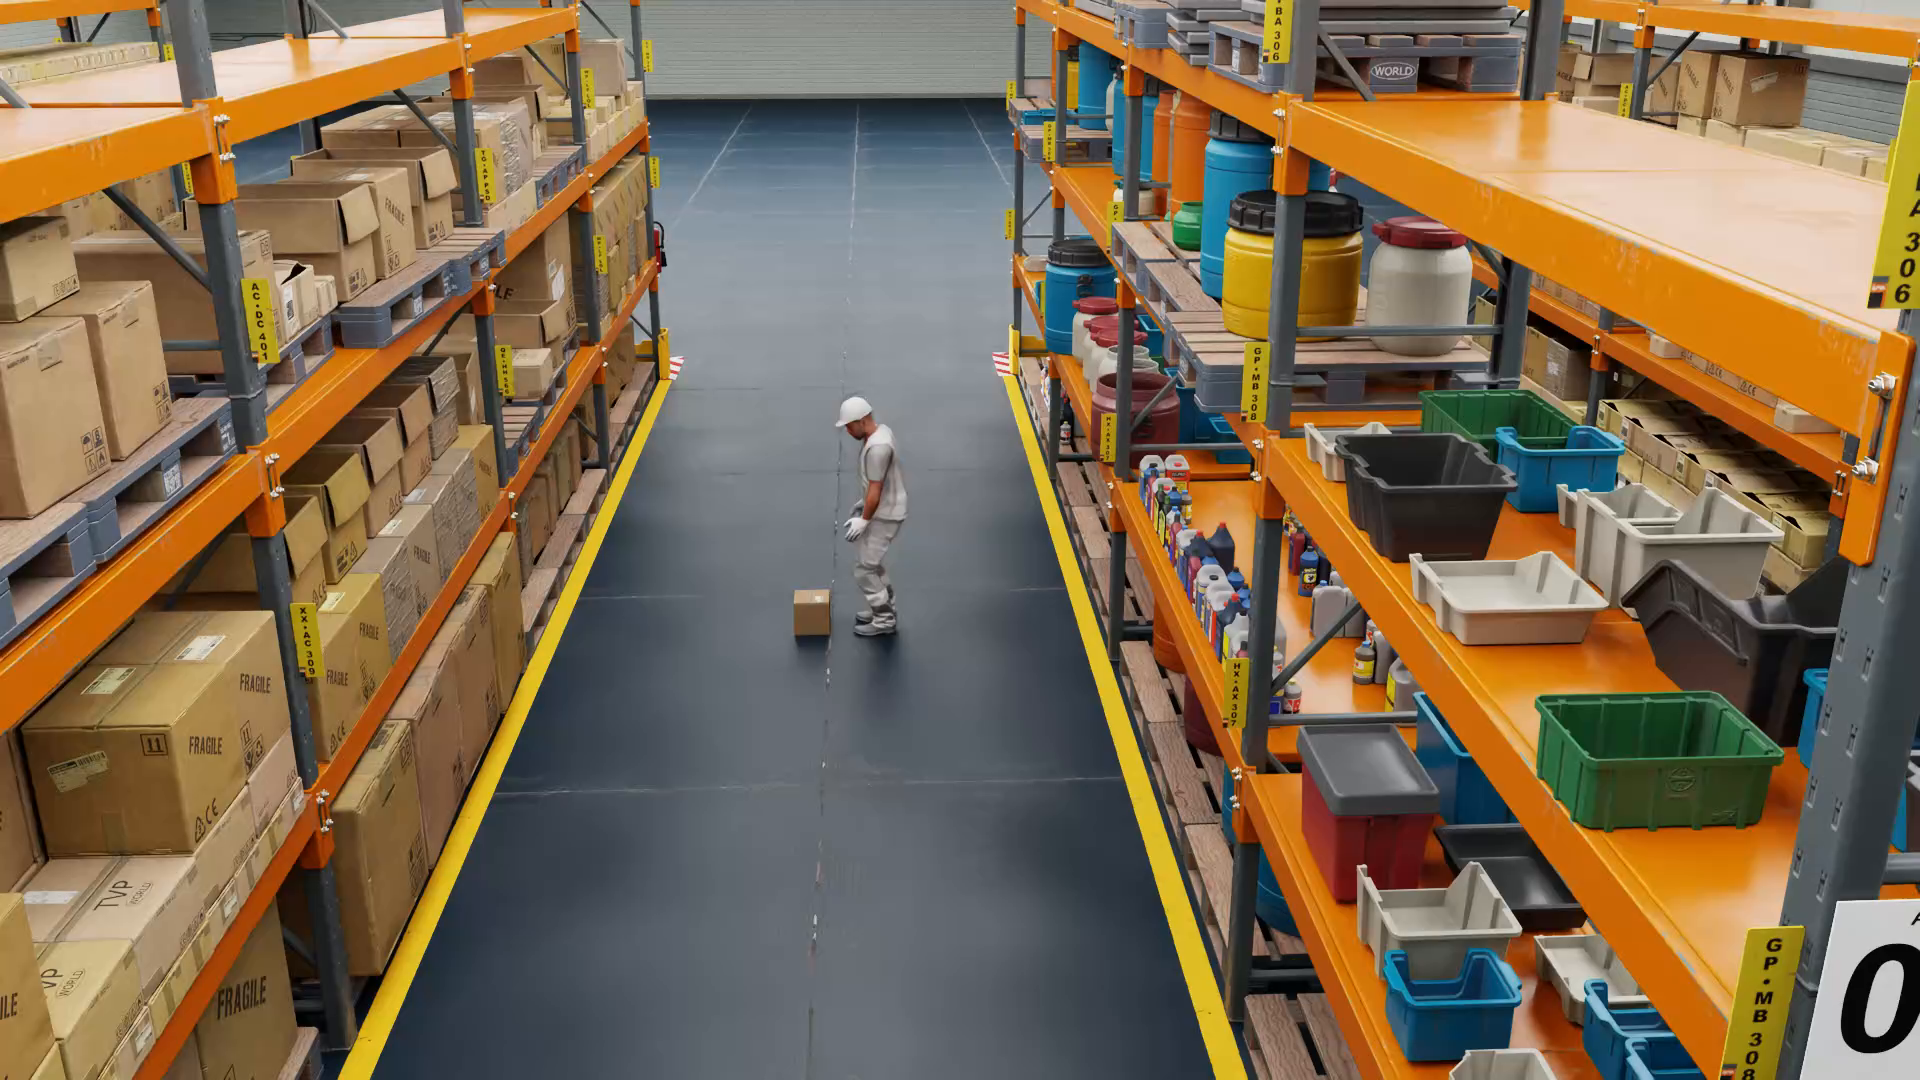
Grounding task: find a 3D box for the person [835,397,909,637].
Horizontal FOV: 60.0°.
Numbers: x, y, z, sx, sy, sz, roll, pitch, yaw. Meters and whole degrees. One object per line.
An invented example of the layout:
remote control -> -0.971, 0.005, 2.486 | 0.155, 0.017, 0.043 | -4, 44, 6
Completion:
person -> -0.607, -0.169, 11.614 | 0.496, 1.712, 0.551 | -1, 20, -2
